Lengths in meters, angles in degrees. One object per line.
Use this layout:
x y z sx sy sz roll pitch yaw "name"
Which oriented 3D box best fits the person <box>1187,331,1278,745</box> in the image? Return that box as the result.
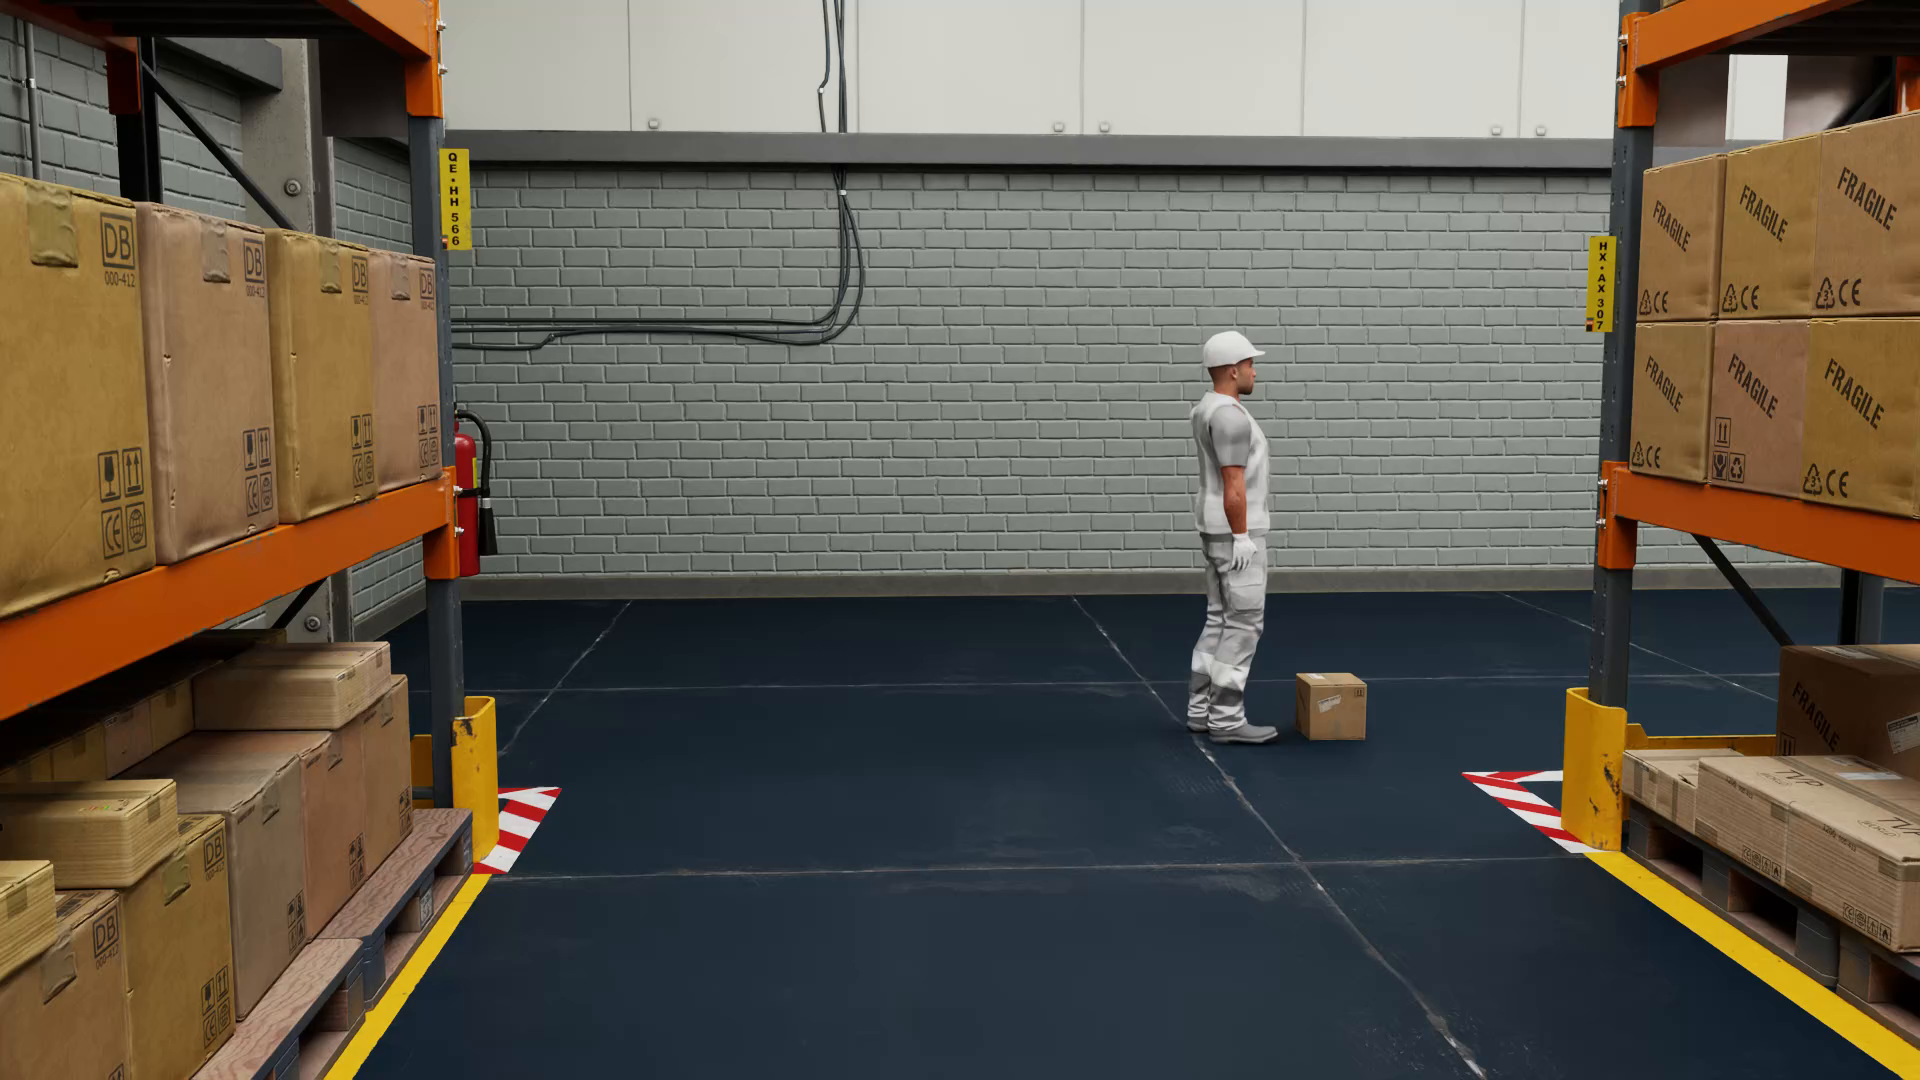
1.201 -0.005 7.297 0.362 1.810 0.524 0 7 -2 "person"
